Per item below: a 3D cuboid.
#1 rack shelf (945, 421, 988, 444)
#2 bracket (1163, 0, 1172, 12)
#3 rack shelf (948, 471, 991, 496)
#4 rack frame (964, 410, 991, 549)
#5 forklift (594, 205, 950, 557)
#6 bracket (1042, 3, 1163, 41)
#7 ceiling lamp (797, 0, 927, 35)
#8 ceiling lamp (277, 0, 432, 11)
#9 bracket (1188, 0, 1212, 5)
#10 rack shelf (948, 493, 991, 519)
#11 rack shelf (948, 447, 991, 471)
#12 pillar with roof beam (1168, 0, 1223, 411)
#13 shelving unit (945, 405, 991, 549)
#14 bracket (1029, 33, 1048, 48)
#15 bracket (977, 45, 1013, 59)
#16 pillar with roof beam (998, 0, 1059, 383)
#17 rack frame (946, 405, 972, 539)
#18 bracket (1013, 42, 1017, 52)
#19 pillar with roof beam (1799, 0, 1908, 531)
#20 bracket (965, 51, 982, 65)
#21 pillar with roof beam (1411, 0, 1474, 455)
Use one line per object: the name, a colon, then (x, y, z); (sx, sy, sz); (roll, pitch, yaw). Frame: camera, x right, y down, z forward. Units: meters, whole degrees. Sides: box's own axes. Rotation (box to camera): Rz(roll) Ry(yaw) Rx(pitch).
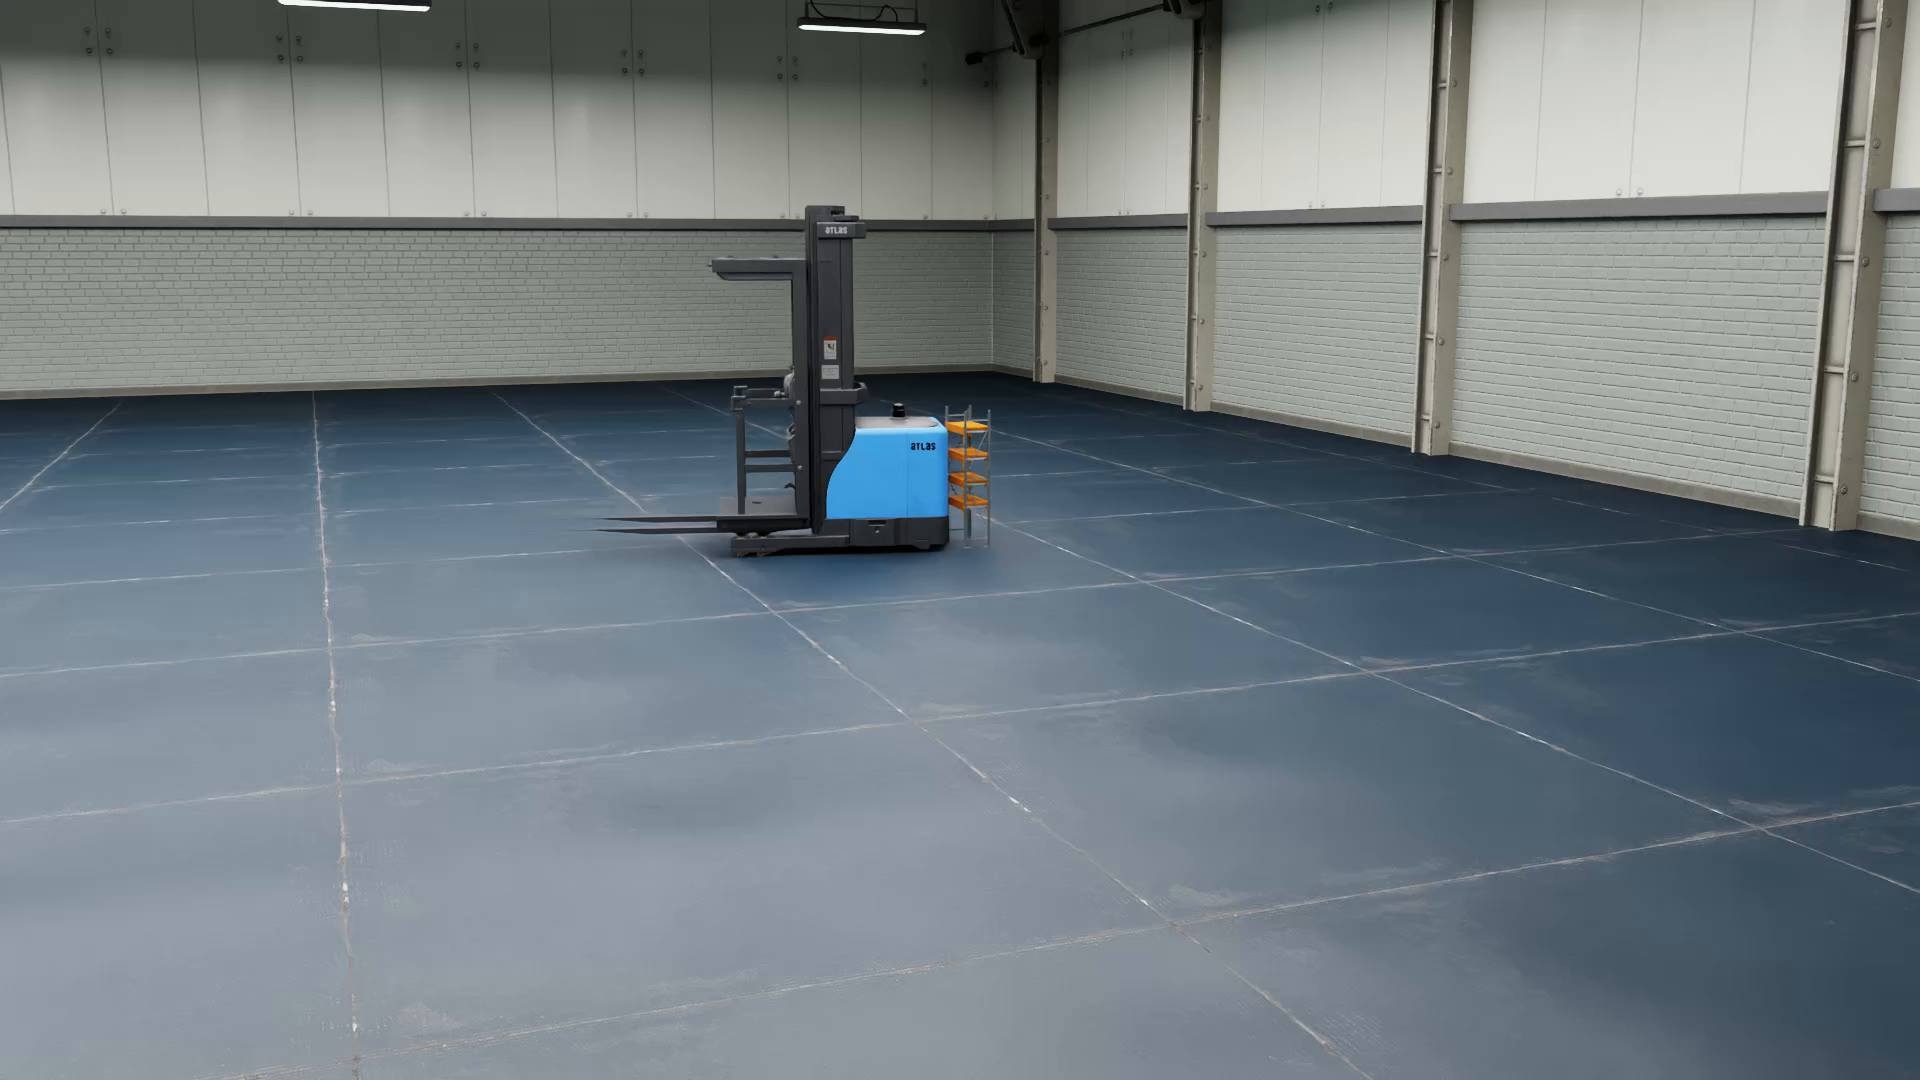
rack shelf: (0.068, -0.951, 14.595); (0.258, 0.148, 0.480); (-4, 11, -19)
bracket: (3.324, -8.331, 25.781); (0.235, 0.232, 0.430); (-4, 11, -21)
rack shelf: (0.068, -0.498, 14.676); (0.258, 0.148, 0.480); (-4, 11, -19)
rack frame: (0.149, -0.524, 14.437); (0.240, 1.200, 0.015); (-4, 11, -19)
forklift: (-1.645, -1.398, 14.413); (3.031, 2.935, 1.130); (-1, 10, -6)
bracket: (2.384, -8.754, 28.160); (0.076, 0.066, 4.783); (-4, 11, -21)
ceiling lamp: (-1.592, -9.421, 25.521); (2.000, 3.185, 0.800); (-4, 11, -21)
ceiling lamp: (-8.434, -8.955, 22.902); (2.000, 3.185, 0.800); (-4, 11, -21)
bracket: (3.624, -8.195, 25.019); (0.235, 0.232, 0.430); (-4, 11, -21)
rack shelf: (0.068, -0.302, 14.711); (0.258, 0.148, 0.480); (-4, 11, -19)
rack shelf: (0.068, -0.718, 14.637); (0.258, 0.148, 0.480); (-4, 11, -19)
pillar with roof beam: (-0.208, -6.240, 24.306); (9.100, 9.000, 0.548); (-4, 11, -21)
shelving unit: (0.068, -0.564, 14.664); (0.258, 1.200, 0.503); (-4, 11, -19)
bracket: (1.450, -9.175, 30.525); (0.235, 0.232, 0.430); (-4, 11, -21)
bracket: (0.505, -9.601, 32.919); (0.076, 0.066, 3.189); (-4, 11, -21)
pillar with roof beam: (-2.382, -7.219, 29.811); (9.100, 9.000, 0.548); (-4, 11, -21)
rack frame: (-0.012, -0.604, 14.891); (0.240, 1.200, 0.015); (-4, 11, -19)
bracket: (1.149, -9.310, 31.286); (0.235, 0.232, 0.430); (-4, 11, -21)
pillar with roof beam: (4.141, -4.281, 13.294); (9.100, 9.000, 0.400); (-4, 11, -21)
bracket: (0.291, -9.697, 33.461); (0.235, 0.232, 0.430); (-4, 11, -21)
pillar with roof beam: (1.967, -5.261, 18.800); (9.100, 9.000, 0.400); (-4, 11, -21)
